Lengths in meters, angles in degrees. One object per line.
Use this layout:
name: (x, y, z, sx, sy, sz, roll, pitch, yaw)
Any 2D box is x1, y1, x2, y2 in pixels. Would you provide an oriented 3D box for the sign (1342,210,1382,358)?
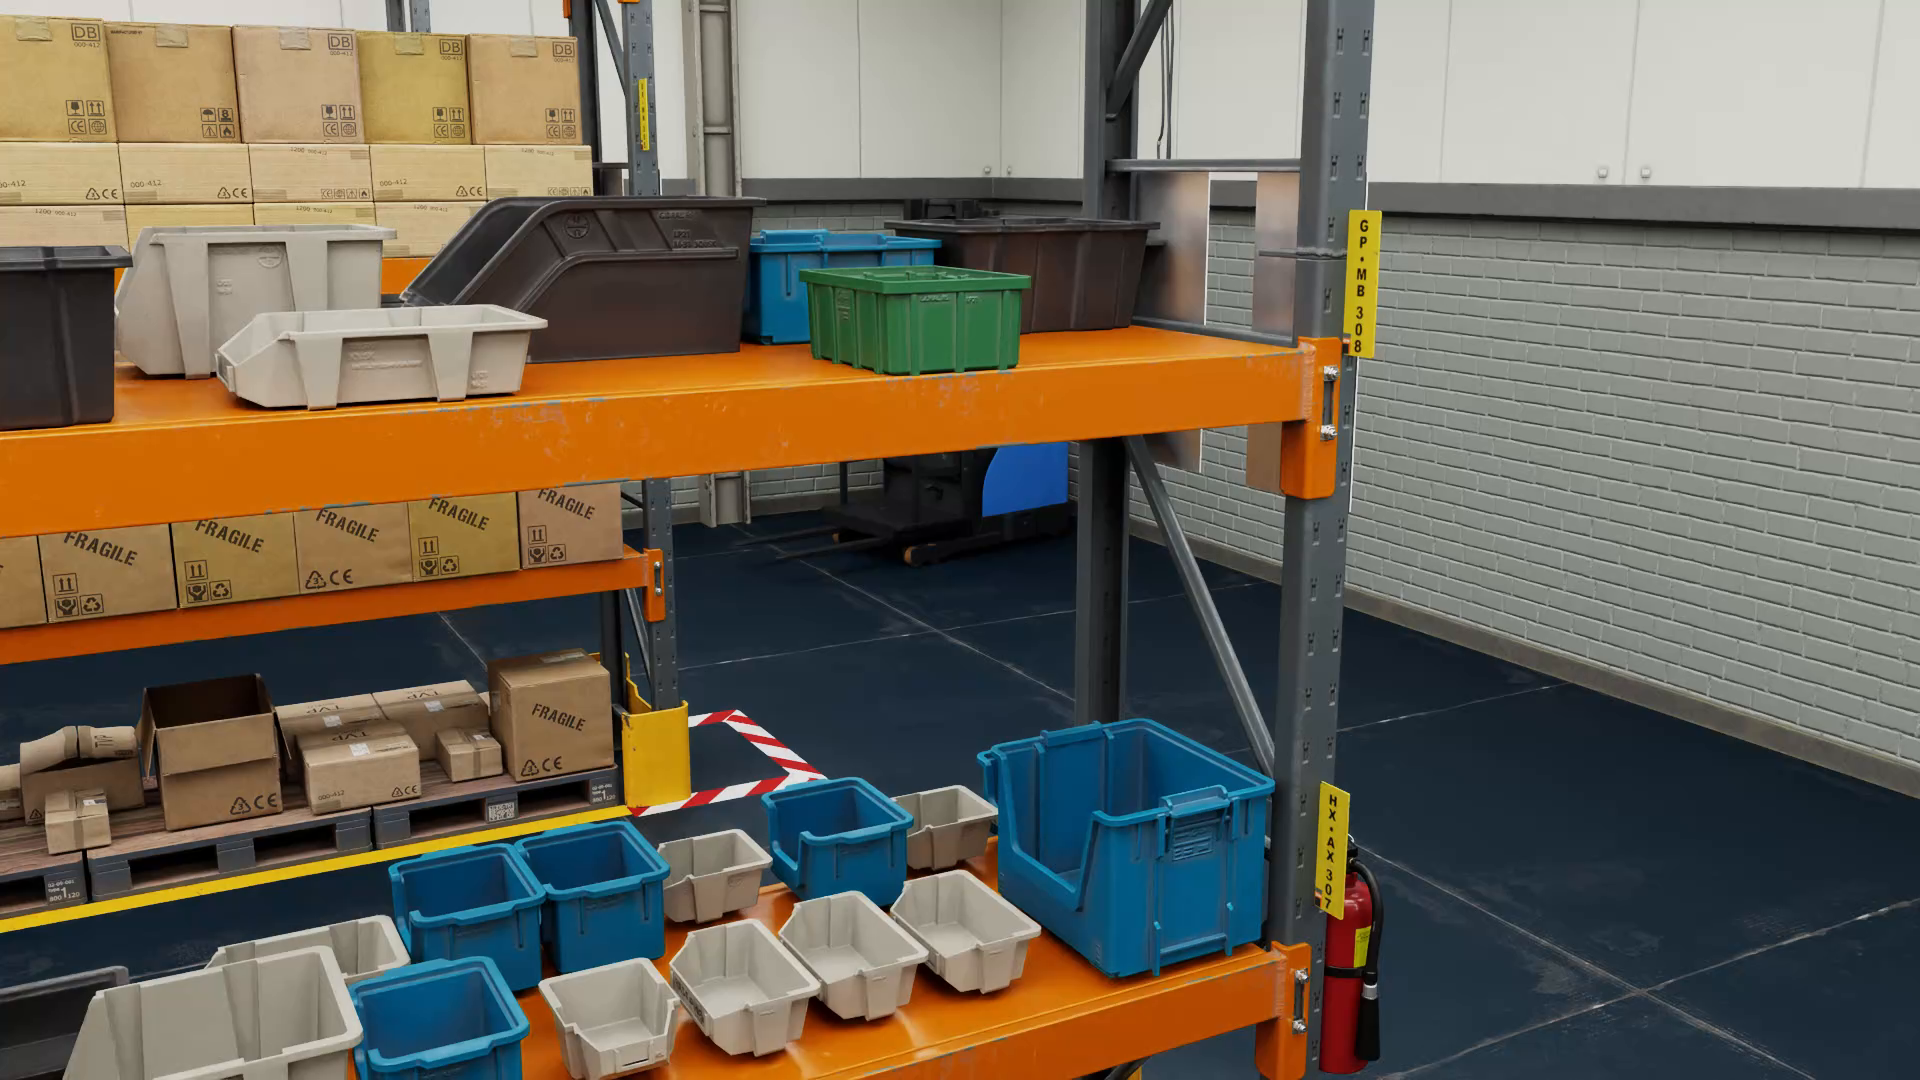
sign: (0.905, -0.577, 3.747, 0.005, 0.325, 0.100, -7, 14, -28)

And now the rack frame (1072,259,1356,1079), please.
rack frame: (0.627, 0.731, 4.528, 0.127, 3.000, 1.000, -7, 14, -28)

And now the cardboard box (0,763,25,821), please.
cardboard box: (-4.589, 1.208, 7.902, 0.250, 0.149, 0.380, -7, 14, -28)

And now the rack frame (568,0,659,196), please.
rack frame: (-1.743, -3.151, 8.113, 0.127, 3.000, 1.000, -7, 14, -28)

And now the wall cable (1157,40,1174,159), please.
wall cable: (1.016, -3.116, 15.032, 0.112, 2.526, 3.097, -7, 14, -28)

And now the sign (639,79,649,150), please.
sign: (-1.495, -2.010, 7.860, 0.005, 0.325, 0.100, -7, 14, -28)

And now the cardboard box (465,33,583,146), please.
cardboard box: (-2.186, -2.167, 8.067, 0.500, 0.500, 0.700, -7, 14, -28)

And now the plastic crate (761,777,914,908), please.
plastic crate: (-0.325, 0.815, 4.399, 0.300, 0.233, 0.416, -7, 14, -28)

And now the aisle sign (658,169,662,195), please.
aisle sign: (-1.536, -1.440, 8.256, 0.004, 0.787, 0.394, -7, 14, -28)

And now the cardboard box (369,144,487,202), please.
cardboard box: (-2.510, -1.702, 7.711, 0.500, 0.250, 0.500, -7, 14, -28)

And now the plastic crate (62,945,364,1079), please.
plastic crate: (-1.455, 1.055, 3.221, 0.530, 0.282, 0.437, -7, 14, -28)

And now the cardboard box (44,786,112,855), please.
cardboard box: (-4.027, 1.269, 7.588, 0.250, 0.166, 0.380, -7, 14, -28)

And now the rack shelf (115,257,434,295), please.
rack shelf: (-3.498, -1.126, 7.586, 4.000, 0.370, 1.077, -7, 14, -28)

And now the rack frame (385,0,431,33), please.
rack frame: (-4.120, -4.105, 12.353, 0.127, 3.000, 1.000, -7, 14, -28)

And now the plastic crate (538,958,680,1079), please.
plastic crate: (-0.747, 1.048, 3.586, 0.250, 0.136, 0.298, -7, 14, -28)

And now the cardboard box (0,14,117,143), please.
cardboard box: (-3.903, -1.940, 7.063, 0.500, 0.500, 0.700, -7, 14, -28)

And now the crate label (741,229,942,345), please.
crate label: (-0.337, -0.625, 4.060, 0.502, 0.251, 0.408, -7, 14, -28)

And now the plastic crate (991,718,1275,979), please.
plastic crate: (0.423, 0.756, 4.201, 0.499, 0.435, 0.616, -7, 14, -28)

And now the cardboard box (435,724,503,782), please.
cardboard box: (-2.501, 1.074, 8.457, 0.250, 0.166, 0.380, -7, 14, -28)

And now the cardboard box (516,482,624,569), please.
cardboard box: (-2.006, -0.173, 8.318, 0.500, 0.500, 0.500, -6, 14, -26)

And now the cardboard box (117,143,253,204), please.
cardboard box: (-3.387, -1.596, 7.241, 0.500, 0.250, 0.500, -7, 14, -28)

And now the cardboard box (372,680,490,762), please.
cardboard box: (-2.795, 0.958, 8.780, 0.500, 0.250, 0.500, -7, 14, -28)

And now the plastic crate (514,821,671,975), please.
plastic crate: (-0.903, 0.885, 4.091, 0.300, 0.233, 0.416, -7, 14, -28)

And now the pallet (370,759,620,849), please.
pallet: (-2.509, 1.229, 8.669, 1.213, 0.211, 1.003, -7, 14, -28)

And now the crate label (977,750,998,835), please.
crate label: (0.253, 0.746, 4.706, 0.303, 0.233, 0.416, -7, 14, -28)

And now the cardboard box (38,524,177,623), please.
cardboard box: (-3.788, 0.041, 7.369, 0.500, 0.500, 0.500, -7, 14, -28)

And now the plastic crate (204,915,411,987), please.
plastic crate: (-1.499, 1.010, 3.752, 0.466, 0.136, 0.293, -7, 14, -28)

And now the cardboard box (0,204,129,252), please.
cardboard box: (-3.828, -1.301, 7.067, 0.500, 0.250, 0.500, -7, 14, -28)

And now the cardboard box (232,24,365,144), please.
cardboard box: (-3.053, -2.057, 7.580, 0.500, 0.500, 0.700, -7, 14, -28)

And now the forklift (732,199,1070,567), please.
forklift: (-0.480, -1.341, 13.890, 3.031, 2.935, 1.130, -11, 16, -39)

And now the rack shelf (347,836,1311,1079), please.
rack shelf: (-1.128, 1.293, 3.672, 4.000, 0.370, 1.077, -7, 14, -28)

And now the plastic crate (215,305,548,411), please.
plastic crate: (-1.068, -0.338, 3.049, 0.530, 0.136, 0.437, -7, 14, -28)

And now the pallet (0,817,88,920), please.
pallet: (-4.651, 1.486, 7.528, 1.213, 0.211, 1.003, -7, 14, -28)

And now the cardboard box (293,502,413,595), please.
cardboard box: (-2.900, -0.066, 7.844, 0.500, 0.500, 0.500, -7, 14, -27)

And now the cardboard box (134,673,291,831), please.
cardboard box: (-3.607, 1.002, 8.010, 0.637, 0.503, 0.797, -7, 14, -28)

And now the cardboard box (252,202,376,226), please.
cardboard box: (-2.944, -1.403, 7.523, 0.500, 0.250, 0.500, -7, 14, -28)

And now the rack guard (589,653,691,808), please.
rack guard: (-1.810, 1.004, 9.010, 0.348, 0.500, 1.175, -7, 14, -28)

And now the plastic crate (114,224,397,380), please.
plastic crate: (-1.466, -0.501, 3.440, 0.530, 0.282, 0.437, -7, 14, -28)

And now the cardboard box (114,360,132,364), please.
cardboard box: (-4.043, -0.550, 7.716, 0.500, 0.500, 0.500, -7, 14, -27)

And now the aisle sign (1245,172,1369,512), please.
aisle sign: (0.831, -0.488, 4.025, 0.004, 0.787, 0.394, -7, 14, -28)

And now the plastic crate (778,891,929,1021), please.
plastic crate: (-0.263, 0.979, 3.891, 0.243, 0.136, 0.396, -7, 14, -28)
